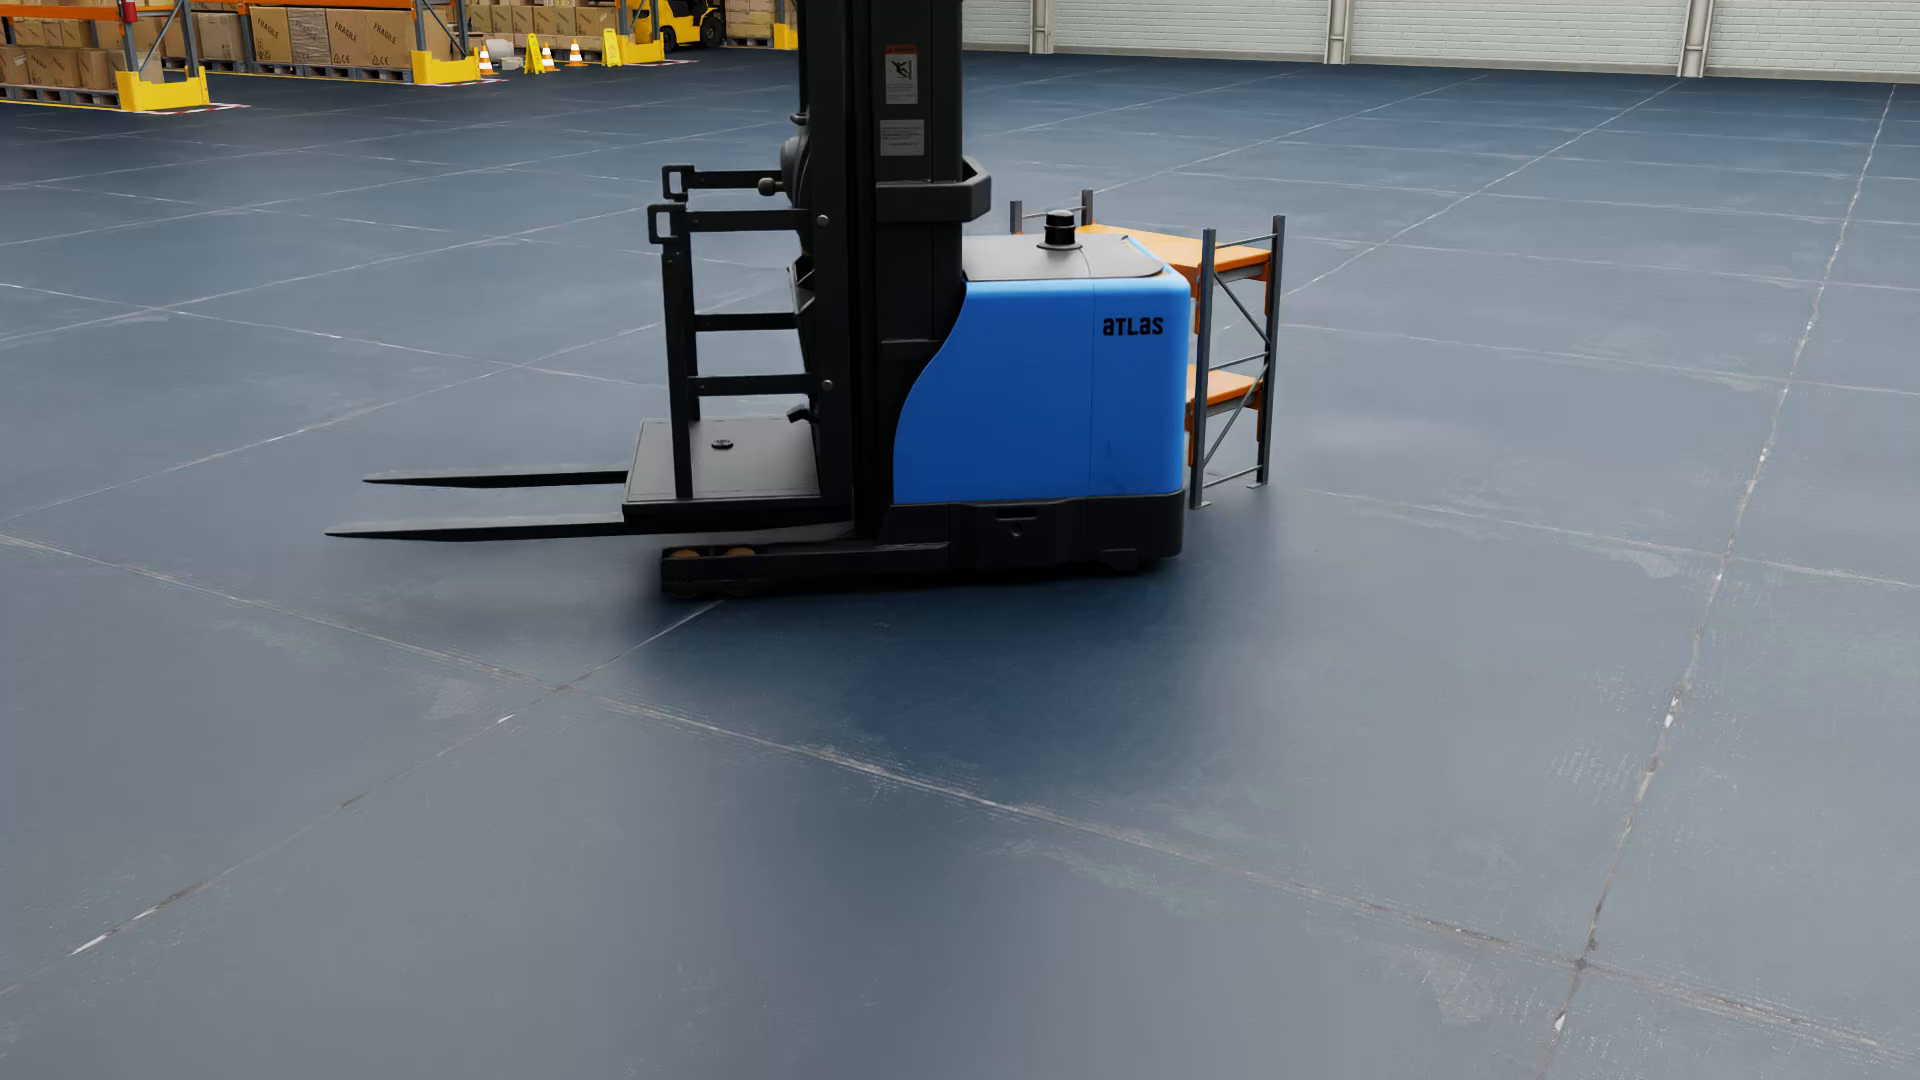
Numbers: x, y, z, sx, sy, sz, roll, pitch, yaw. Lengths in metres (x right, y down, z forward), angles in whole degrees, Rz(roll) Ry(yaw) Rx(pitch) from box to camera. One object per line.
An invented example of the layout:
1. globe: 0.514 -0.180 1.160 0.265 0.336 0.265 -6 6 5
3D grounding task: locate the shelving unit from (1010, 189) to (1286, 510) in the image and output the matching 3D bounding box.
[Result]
1. shelving unit: 0.756 -0.836 7.021 0.538 1.125 1.048 -19 27 -41

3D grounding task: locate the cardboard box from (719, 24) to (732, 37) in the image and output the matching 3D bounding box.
1. cardboard box: -4.873 -10.758 35.041 0.500 0.250 0.500 11 23 28

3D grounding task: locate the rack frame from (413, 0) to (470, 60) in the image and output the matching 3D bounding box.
1. rack frame: -8.190 -8.729 26.031 0.127 3.000 1.000 11 23 27

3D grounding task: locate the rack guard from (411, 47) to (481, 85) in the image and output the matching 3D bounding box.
1. rack guard: -8.169 -7.550 26.447 0.348 0.500 1.175 11 23 27

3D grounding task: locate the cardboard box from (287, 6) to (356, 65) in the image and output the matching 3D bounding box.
1. cardboard box: -10.378 -8.319 27.400 0.875 0.875 0.875 11 23 28

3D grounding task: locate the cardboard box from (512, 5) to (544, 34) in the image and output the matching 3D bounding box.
1. cardboard box: -8.048 -9.792 31.276 0.500 0.500 0.500 12 23 30

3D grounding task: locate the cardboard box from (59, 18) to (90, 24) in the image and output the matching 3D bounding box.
1. cardboard box: -15.899 -9.470 30.024 0.500 0.250 0.500 10 22 26

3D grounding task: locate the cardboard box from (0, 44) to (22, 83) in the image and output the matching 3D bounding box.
1. cardboard box: -13.859 -6.879 23.979 0.500 0.500 0.500 10 22 26

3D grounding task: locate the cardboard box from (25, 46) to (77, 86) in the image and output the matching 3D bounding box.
1. cardboard box: -12.775 -6.706 23.503 0.500 0.500 0.500 9 22 23

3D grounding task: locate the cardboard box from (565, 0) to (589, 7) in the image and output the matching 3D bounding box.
1. cardboard box: -7.044 -9.879 30.565 0.250 0.149 0.380 12 23 29

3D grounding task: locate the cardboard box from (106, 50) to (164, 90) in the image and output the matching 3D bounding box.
1. cardboard box: -11.234 -6.401 22.662 0.500 0.500 0.500 16 25 37

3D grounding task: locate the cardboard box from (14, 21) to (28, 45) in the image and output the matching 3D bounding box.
1. cardboard box: -17.224 -9.375 30.861 0.500 0.500 0.500 11 23 28

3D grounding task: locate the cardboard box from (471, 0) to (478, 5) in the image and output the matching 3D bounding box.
1. cardboard box: -10.985 -12.363 38.146 0.250 0.149 0.380 10 22 25

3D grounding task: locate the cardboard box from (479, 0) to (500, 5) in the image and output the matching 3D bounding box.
1. cardboard box: -8.893 -10.230 31.534 0.250 0.149 0.380 11 23 28

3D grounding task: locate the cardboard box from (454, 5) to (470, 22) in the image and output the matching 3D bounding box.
1. cardboard box: -11.336 -12.144 38.493 0.500 0.500 0.500 10 22 26

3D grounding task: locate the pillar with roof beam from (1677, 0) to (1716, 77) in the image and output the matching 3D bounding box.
1. pillar with roof beam: 10.000 -10.627 22.466 0.400 9.000 9.100 11 23 27

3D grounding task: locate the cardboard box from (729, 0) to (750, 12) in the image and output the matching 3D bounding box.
1. cardboard box: -4.449 -11.140 34.627 0.500 0.250 0.500 11 23 28

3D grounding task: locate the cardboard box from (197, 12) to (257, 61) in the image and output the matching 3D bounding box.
1. cardboard box: -12.268 -8.611 28.388 0.750 0.750 1.050 11 23 27

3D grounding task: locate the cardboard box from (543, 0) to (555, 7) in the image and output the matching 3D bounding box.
1. cardboard box: -7.491 -9.966 30.805 0.250 0.149 0.380 12 23 30

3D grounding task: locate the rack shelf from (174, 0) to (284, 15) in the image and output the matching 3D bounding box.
1. rack shelf: -13.428 -9.389 28.905 4.000 0.370 1.077 11 23 27

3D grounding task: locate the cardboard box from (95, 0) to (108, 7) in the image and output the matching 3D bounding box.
1. cardboard box: -11.264 -7.179 22.126 0.250 0.149 0.380 11 23 27

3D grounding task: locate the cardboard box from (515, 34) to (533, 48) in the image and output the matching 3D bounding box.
1. cardboard box: -8.037 -9.438 31.403 0.500 0.250 0.500 10 22 27

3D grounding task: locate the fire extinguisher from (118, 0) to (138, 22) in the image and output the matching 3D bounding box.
1. fire extinguisher: -10.822 -7.077 21.589 0.183 0.674 0.296 11 23 27

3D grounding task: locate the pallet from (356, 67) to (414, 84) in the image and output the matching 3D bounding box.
1. pallet: -8.926 -7.528 26.809 1.213 0.211 1.003 11 23 27

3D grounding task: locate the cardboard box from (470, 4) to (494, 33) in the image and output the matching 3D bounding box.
1. cardboard box: -8.973 -9.964 31.751 0.500 0.500 0.500 12 23 30

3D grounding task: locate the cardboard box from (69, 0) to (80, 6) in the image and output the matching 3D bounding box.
1. cardboard box: -11.718 -7.252 22.326 0.250 0.149 0.380 11 23 27

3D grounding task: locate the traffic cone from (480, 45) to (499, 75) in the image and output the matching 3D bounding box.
1. traffic cone: -7.961 -8.048 27.873 0.334 0.463 0.336 11 23 27

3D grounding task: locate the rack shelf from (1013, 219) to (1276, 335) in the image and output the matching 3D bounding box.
1. rack shelf: 0.756 -1.112 6.921 0.538 0.278 1.000 -19 27 -41

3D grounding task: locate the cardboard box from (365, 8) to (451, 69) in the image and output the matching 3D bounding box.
1. cardboard box: -8.814 -8.021 26.579 0.875 0.875 0.875 11 23 28

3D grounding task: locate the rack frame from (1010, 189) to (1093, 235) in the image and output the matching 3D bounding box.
1. rack frame: 0.399 -0.960 7.361 0.500 1.125 0.032 -19 27 -41

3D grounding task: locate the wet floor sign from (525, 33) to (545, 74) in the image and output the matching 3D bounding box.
1. wet floor sign: -7.199 -8.207 28.044 0.232 0.644 0.267 7 21 18

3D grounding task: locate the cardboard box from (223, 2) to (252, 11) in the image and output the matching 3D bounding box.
1. cardboard box: -14.967 -11.187 35.306 0.875 0.875 0.875 12 23 29

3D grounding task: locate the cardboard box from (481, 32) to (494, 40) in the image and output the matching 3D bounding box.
1. cardboard box: -8.973 -9.611 31.879 0.500 0.250 0.500 10 22 25

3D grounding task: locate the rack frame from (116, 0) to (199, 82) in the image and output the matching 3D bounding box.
1. rack frame: -10.697 -7.270 22.007 0.127 3.000 1.000 11 23 27

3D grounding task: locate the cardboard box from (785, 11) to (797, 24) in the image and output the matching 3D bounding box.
1. cardboard box: -3.756 -10.978 34.913 0.500 0.250 0.500 11 23 28

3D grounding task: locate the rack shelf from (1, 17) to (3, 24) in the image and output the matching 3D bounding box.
1. rack shelf: -15.935 -7.929 24.880 4.000 0.370 1.077 11 23 27

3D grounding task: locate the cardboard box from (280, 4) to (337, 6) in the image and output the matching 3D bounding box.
1. cardboard box: -13.411 -10.888 34.483 0.875 0.875 0.875 11 22 27

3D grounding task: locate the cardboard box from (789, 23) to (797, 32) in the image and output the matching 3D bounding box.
1. cardboard box: -3.780 -10.743 34.998 0.500 0.250 0.500 11 23 28

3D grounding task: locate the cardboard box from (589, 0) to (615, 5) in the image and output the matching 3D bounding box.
1. cardboard box: -8.073 -11.659 36.975 0.625 0.625 0.875 11 22 27

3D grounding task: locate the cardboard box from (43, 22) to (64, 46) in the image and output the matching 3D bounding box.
1. cardboard box: -16.327 -9.201 30.382 0.500 0.500 0.500 12 23 29

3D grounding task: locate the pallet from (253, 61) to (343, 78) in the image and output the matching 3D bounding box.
1. pallet: -11.056 -7.934 27.928 1.213 0.211 1.003 11 23 27

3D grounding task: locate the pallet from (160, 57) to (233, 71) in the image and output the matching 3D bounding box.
1. pallet: -13.461 -8.392 29.191 1.213 0.211 1.003 11 23 27

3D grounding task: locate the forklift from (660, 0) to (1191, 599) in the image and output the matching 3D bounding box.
1. forklift: -0.743 -1.364 5.828 3.031 2.935 1.130 -2 20 -6

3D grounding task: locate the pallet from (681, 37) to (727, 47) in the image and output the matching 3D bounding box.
1. pallet: -5.195 -10.705 35.567 1.213 0.211 1.003 11 23 27

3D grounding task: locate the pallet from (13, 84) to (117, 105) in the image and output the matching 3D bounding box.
1. pallet: -12.516 -6.320 23.479 1.213 0.211 1.003 11 23 27

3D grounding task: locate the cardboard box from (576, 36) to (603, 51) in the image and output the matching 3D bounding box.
1. cardboard box: -6.722 -9.183 30.698 0.500 0.250 0.500 11 23 27

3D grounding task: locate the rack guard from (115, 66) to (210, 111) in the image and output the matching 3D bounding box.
1. rack guard: -10.763 -6.107 22.468 0.348 0.500 1.175 11 23 27

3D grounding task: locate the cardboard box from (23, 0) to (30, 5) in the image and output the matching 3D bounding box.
1. cardboard box: -12.592 -7.418 22.784 0.250 0.149 0.380 11 23 27
